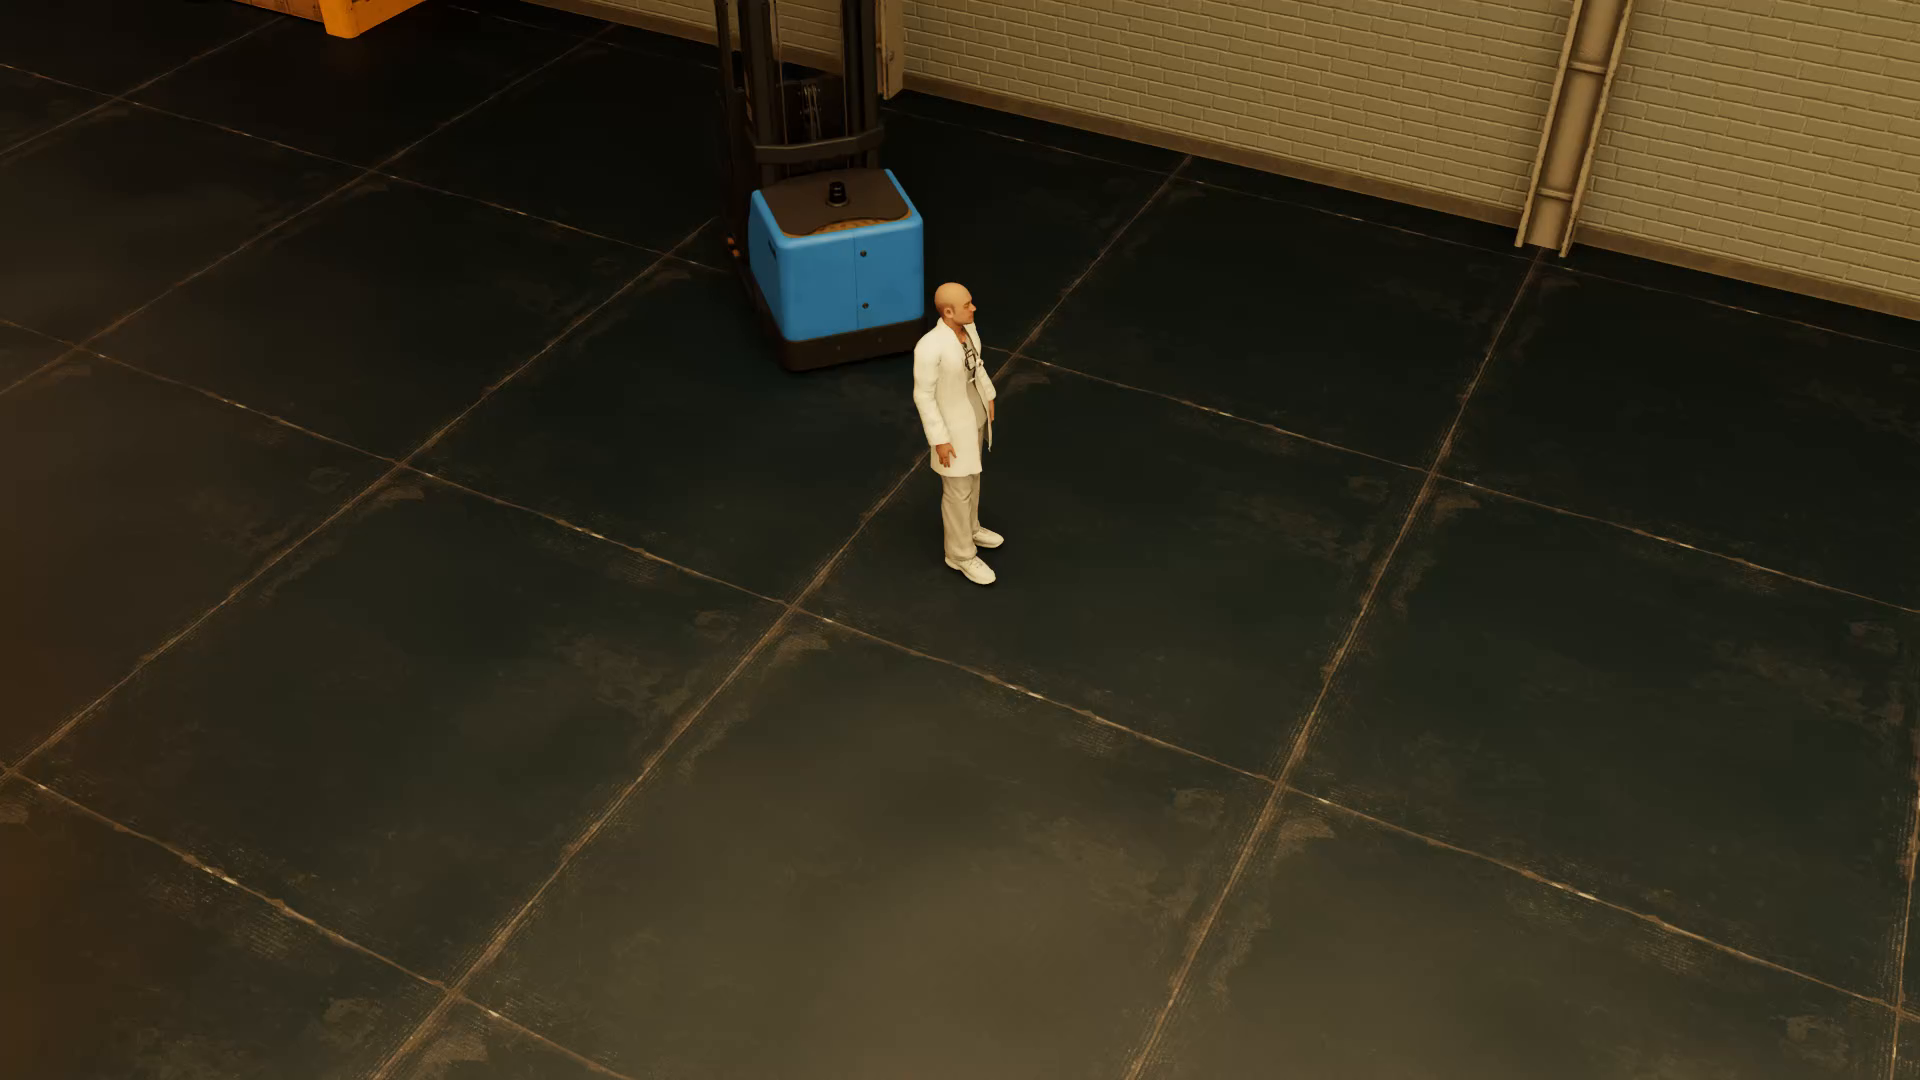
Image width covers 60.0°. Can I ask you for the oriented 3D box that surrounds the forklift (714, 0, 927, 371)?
[{"bbox_3d":[-1.193,-3.251,11.846,1.130,2.935,3.031,-13,42,-14],"label":"forklift"}]

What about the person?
[{"bbox_3d":[0.079,-0.656,9.650,0.580,1.776,0.698,18,43,21],"label":"person"}]
